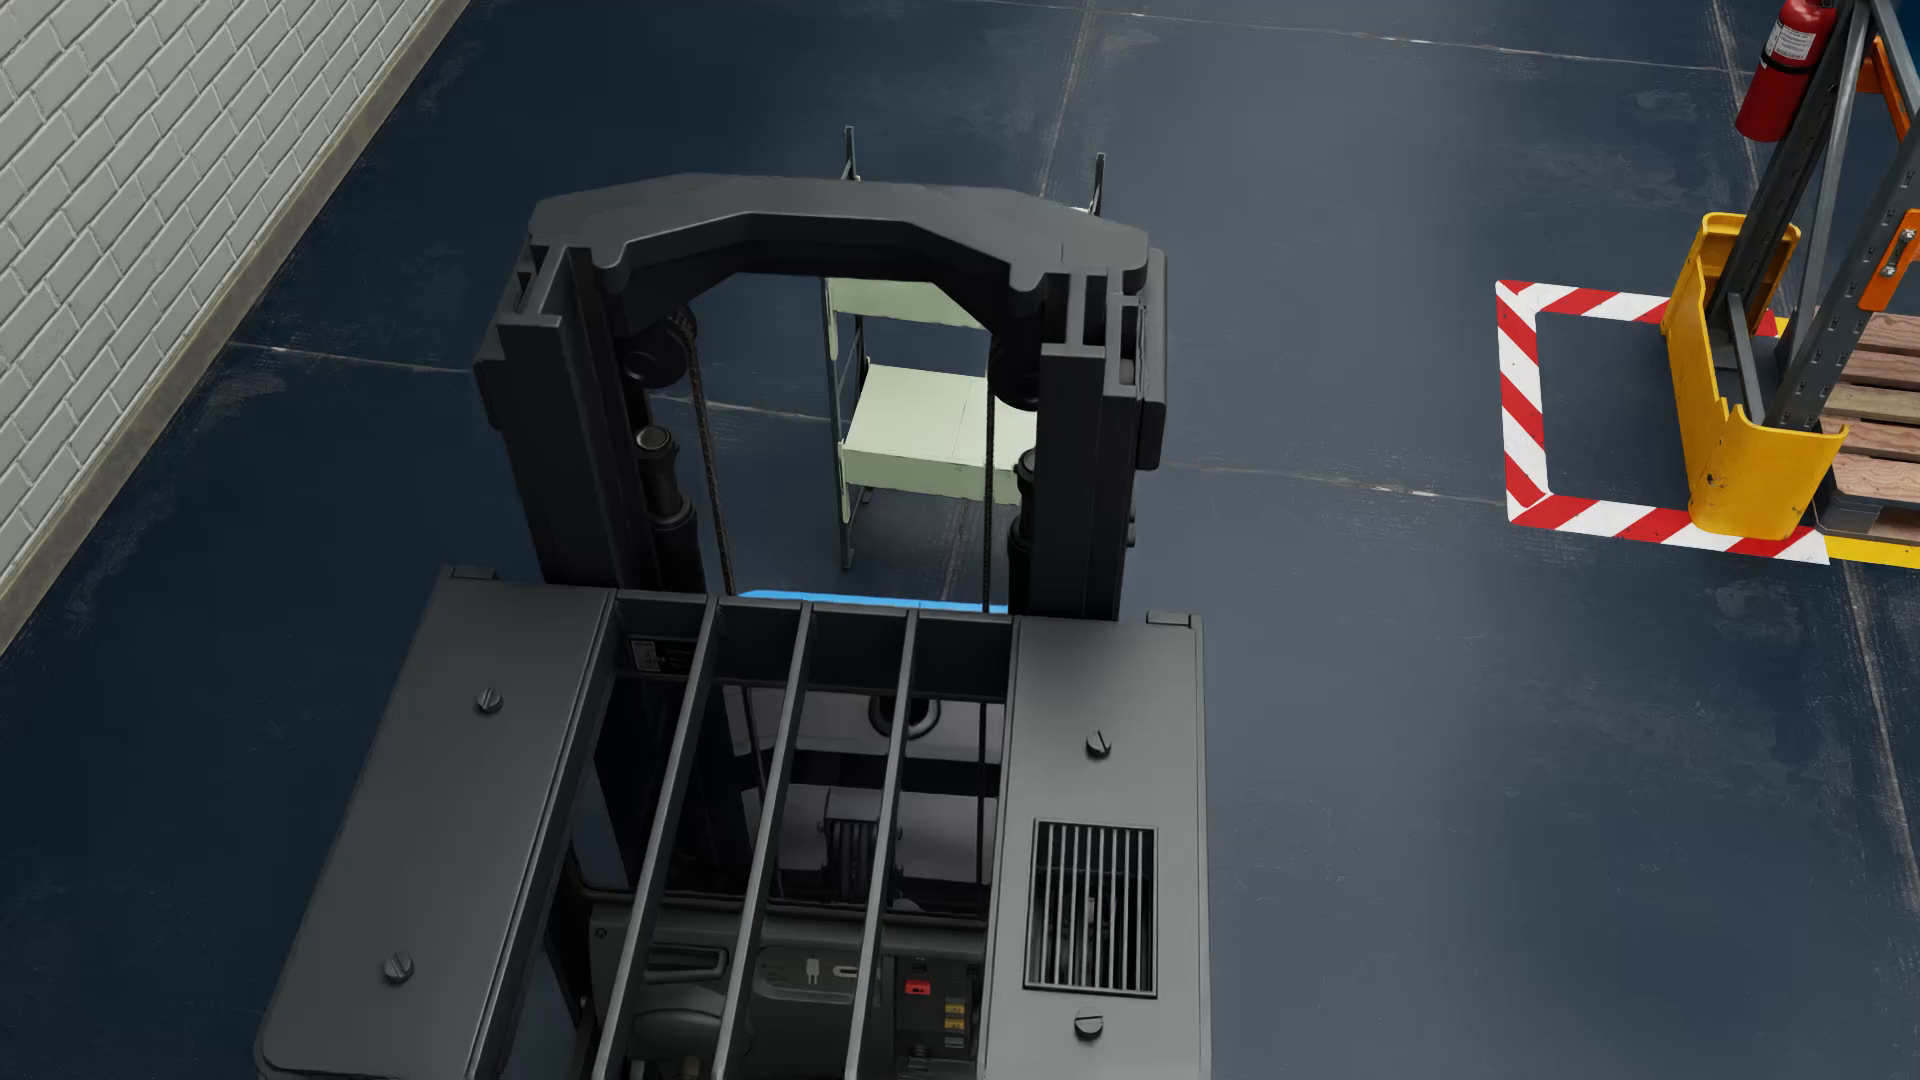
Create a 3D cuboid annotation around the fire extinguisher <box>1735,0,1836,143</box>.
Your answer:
[{"bbox_3d":[2.775,-1.650,5.518,0.183,0.674,0.296,8,49,7],"label":"fire extinguisher"}]

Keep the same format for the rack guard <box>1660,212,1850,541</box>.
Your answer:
[{"bbox_3d":[2.817,-0.606,5.958,0.348,0.500,1.175,8,49,7],"label":"rack guard"}]

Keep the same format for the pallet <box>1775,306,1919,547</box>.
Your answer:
[{"bbox_3d":[3.648,-0.378,5.948,1.213,0.211,1.003,8,49,7],"label":"pallet"}]

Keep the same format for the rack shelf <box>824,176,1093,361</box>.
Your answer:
[{"bbox_3d":[0.007,-0.761,4.901,0.720,0.370,0.431,8,49,7],"label":"rack shelf"}]

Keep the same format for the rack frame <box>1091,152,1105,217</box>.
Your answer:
[{"bbox_3d":[0.367,-0.452,5.148,0.023,1.500,0.400,8,49,7],"label":"rack frame"}]

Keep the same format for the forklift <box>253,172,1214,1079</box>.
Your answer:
[{"bbox_3d":[-0.226,0.982,2.897,1.130,2.935,3.031,4,48,3],"label":"forklift"}]

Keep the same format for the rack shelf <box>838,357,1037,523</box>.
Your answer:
[{"bbox_3d":[0.007,-0.282,5.434,0.720,0.370,0.431,8,49,7],"label":"rack shelf"}]

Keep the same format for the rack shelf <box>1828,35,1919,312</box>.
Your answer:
[{"bbox_3d":[4.811,-0.943,5.064,4.000,0.370,1.077,8,49,7],"label":"rack shelf"}]

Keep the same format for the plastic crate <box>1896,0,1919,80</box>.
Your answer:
[{"bbox_3d":[3.206,-1.572,5.082,0.499,0.435,0.616,8,49,7],"label":"plastic crate"}]

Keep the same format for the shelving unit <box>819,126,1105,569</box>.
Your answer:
[{"bbox_3d":[0.007,-0.500,5.191,0.755,1.500,0.431,8,49,7],"label":"shelving unit"}]

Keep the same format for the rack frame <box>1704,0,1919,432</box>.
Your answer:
[{"bbox_3d":[2.843,-1.448,5.034,0.127,3.000,1.000,8,49,7],"label":"rack frame"}]

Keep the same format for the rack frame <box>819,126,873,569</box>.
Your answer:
[{"bbox_3d":[-0.354,-0.549,5.235,0.023,1.500,0.400,8,49,7],"label":"rack frame"}]
